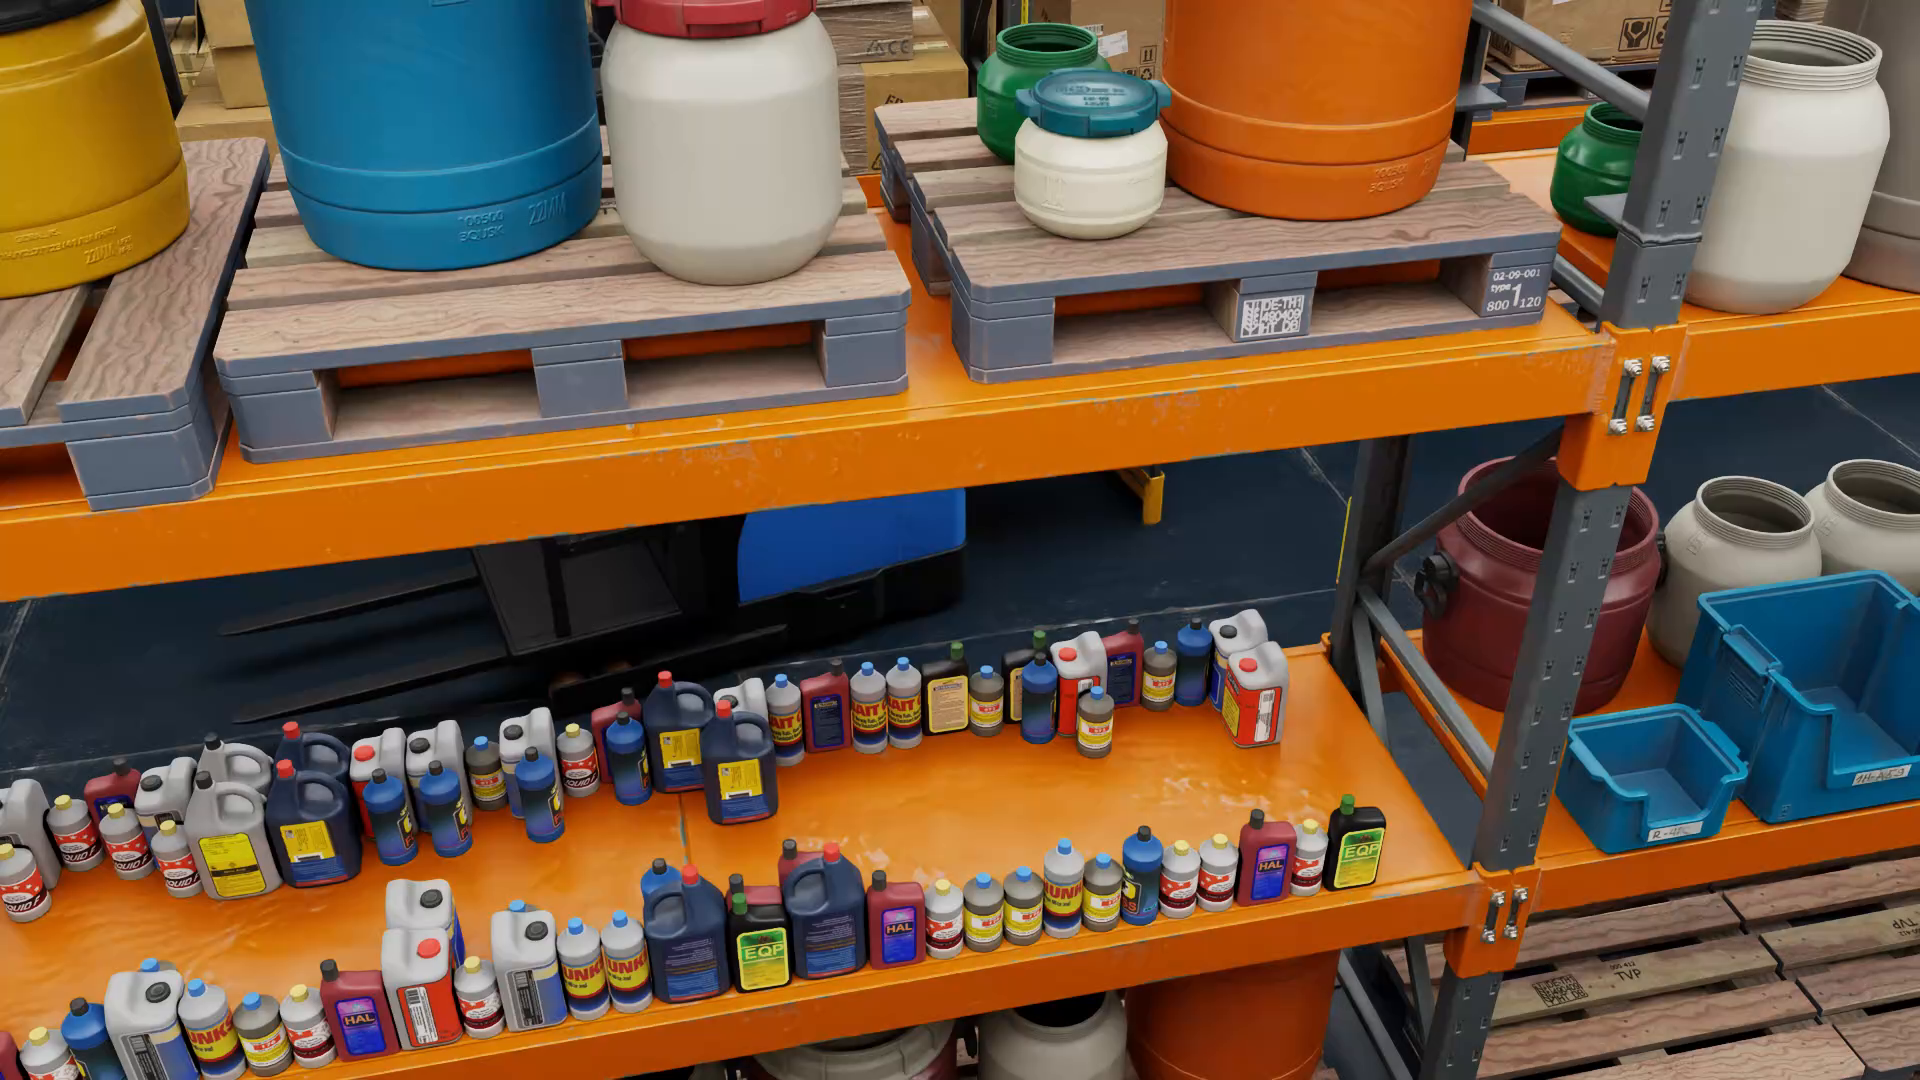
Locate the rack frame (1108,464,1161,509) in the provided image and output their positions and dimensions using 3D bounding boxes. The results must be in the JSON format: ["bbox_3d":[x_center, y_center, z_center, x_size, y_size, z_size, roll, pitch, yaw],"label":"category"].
[{"bbox_3d":[0.831,-0.859,7.685,0.032,1.500,0.500,-12,36,-18],"label":"rack frame"}]

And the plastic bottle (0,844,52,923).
[{"bbox_3d":[-2.276,0.819,4.016,0.097,0.201,0.097,0,34,0],"label":"plastic bottle"}]

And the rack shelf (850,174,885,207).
[{"bbox_3d":[-1.777,-1.744,8.303,4.000,0.370,1.077,-7,35,-11],"label":"rack shelf"}]

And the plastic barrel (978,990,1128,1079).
[{"bbox_3d":[0.262,1.449,4.754,0.421,0.512,0.421,0,34,0],"label":"plastic barrel"}]

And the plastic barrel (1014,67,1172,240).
[{"bbox_3d":[0.253,-0.748,3.228,0.301,0.262,0.301,0,34,0],"label":"plastic barrel"}]

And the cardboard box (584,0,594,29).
[{"bbox_3d":[-1.832,-2.501,7.795,0.637,0.503,0.797,-6,34,-9],"label":"cardboard box"}]

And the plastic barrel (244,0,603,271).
[{"bbox_3d":[-1.004,-1.026,3.068,0.708,0.901,0.600,-7,35,-11],"label":"plastic barrel"}]

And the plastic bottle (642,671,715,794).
[{"bbox_3d":[-0.736,0.489,4.373,0.185,0.351,0.144,-7,35,-11],"label":"plastic bottle"}]

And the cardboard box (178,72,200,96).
[{"bbox_3d":[-5.479,-3.325,11.928,0.250,0.149,0.380,-8,35,-12],"label":"cardboard box"}]

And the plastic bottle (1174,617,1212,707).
[{"bbox_3d":[0.654,0.334,4.677,0.097,0.271,0.097,0,34,0],"label":"plastic bottle"}]

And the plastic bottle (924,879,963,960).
[{"bbox_3d":[-0.040,0.884,3.920,0.097,0.201,0.097,0,34,0],"label":"plastic bottle"}]

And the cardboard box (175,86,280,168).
[{"bbox_3d":[-3.224,-1.759,7.590,0.500,0.500,0.500,-7,35,-10],"label":"cardboard box"}]

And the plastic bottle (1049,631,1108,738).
[{"bbox_3d":[0.322,0.389,4.590,0.135,0.276,0.152,-7,35,-11],"label":"plastic bottle"}]

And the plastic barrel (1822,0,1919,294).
[{"bbox_3d":[2.116,-1.033,3.456,0.600,0.901,0.600,0,34,0],"label":"plastic barrel"}]

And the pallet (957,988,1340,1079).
[{"bbox_3d":[0.507,1.681,5.056,1.213,0.211,1.003,-7,35,-11],"label":"pallet"}]

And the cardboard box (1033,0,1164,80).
[{"bbox_3d":[0.692,-2.593,8.455,0.500,0.500,0.500,-11,36,-16],"label":"cardboard box"}]

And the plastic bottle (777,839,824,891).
[{"bbox_3d":[-0.361,0.818,3.944,0.133,0.283,0.061,-7,35,-11],"label":"plastic bottle"}]

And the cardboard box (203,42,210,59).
[{"bbox_3d":[-5.253,-3.505,11.928,0.250,0.149,0.380,-7,34,-10],"label":"cardboard box"}]

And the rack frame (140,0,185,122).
[{"bbox_3d":[-3.727,-1.797,7.736,0.127,3.000,1.000,-7,35,-11],"label":"rack frame"}]

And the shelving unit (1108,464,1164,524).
[{"bbox_3d":[0.350,-0.754,7.527,1.083,1.500,0.587,-12,36,-18],"label":"shelving unit"}]

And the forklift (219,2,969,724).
[{"bbox_3d":[-1.523,-0.855,6.393,3.031,2.935,1.130,-14,36,-20],"label":"forklift"}]

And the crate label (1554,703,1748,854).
[{"bbox_3d":[1.760,0.625,4.277,0.416,0.233,0.303,-7,35,-11],"label":"crate label"}]

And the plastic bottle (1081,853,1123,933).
[{"bbox_3d":[0.340,0.836,3.991,0.097,0.201,0.097,0,34,0],"label":"plastic bottle"}]

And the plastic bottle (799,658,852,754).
[{"bbox_3d":[-0.364,0.446,4.498,0.133,0.283,0.061,-7,35,-11],"label":"plastic bottle"}]

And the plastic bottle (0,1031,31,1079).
[{"bbox_3d":[-2.053,1.114,3.503,0.133,0.283,0.061,-7,35,-11],"label":"plastic bottle"}]

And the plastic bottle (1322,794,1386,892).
[{"bbox_3d":[0.966,0.733,4.070,0.133,0.283,0.061,-7,35,-11],"label":"plastic bottle"}]

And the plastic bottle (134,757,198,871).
[{"bbox_3d":[-1.965,0.677,4.160,0.135,0.276,0.152,-7,35,-11],"label":"plastic bottle"}]

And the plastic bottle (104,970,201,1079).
[{"bbox_3d":[-1.742,1.052,3.602,0.135,0.276,0.152,-7,35,-11],"label":"plastic bottle"}]

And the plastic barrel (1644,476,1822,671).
[{"bbox_3d":[2.223,0.114,4.788,0.421,0.512,0.421,0,34,0],"label":"plastic barrel"}]

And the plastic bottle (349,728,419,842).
[{"bbox_3d":[-1.473,0.615,4.252,0.135,0.276,0.152,-7,35,-11],"label":"plastic bottle"}]

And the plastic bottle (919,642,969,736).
[{"bbox_3d":[-0.044,0.406,4.558,0.133,0.283,0.061,-7,35,-11],"label":"plastic bottle"}]

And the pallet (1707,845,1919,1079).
[{"bbox_3d":[3.218,1.339,5.565,1.213,0.211,1.003,-7,35,-11],"label":"pallet"}]

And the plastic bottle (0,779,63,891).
[{"bbox_3d":[-2.322,0.722,4.093,0.135,0.276,0.152,-7,35,-11],"label":"plastic bottle"}]

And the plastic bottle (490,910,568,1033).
[{"bbox_3d":[-0.970,0.954,3.747,0.135,0.276,0.152,-7,35,-11],"label":"plastic bottle"}]

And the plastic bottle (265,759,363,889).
[{"bbox_3d":[-1.598,0.680,4.089,0.185,0.351,0.144,-7,35,-11],"label":"plastic bottle"}]

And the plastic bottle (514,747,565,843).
[{"bbox_3d":[-1.070,0.638,4.223,0.097,0.271,0.097,0,34,0],"label":"plastic bottle"}]

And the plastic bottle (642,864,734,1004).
[{"bbox_3d":[-0.623,0.882,3.788,0.185,0.351,0.144,-7,35,-11],"label":"plastic bottle"}]

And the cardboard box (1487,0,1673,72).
[{"bbox_3d":[3.270,-3.182,8.885,1.000,1.000,1.000,-7,34,-10],"label":"cardboard box"}]

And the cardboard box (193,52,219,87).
[{"bbox_3d":[-3.331,-2.044,8.015,0.500,0.500,0.500,-7,35,-10],"label":"cardboard box"}]

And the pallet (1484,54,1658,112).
[{"bbox_3d":[3.298,-2.686,9.233,1.213,0.211,1.003,-7,35,-11],"label":"pallet"}]

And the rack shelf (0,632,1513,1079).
[{"bbox_3d":[-0.684,0.948,4.291,4.000,0.370,1.077,-7,35,-11],"label":"rack shelf"}]

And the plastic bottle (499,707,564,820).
[{"bbox_3d":[-1.116,0.570,4.320,0.135,0.276,0.152,-7,35,-11],"label":"plastic bottle"}]

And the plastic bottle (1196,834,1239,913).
[{"bbox_3d":[0.625,0.800,4.044,0.097,0.201,0.097,0,34,0],"label":"plastic bottle"}]

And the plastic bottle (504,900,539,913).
[{"bbox_3d":[-1.016,0.920,3.866,0.097,0.201,0.097,0,34,0],"label":"plastic bottle"}]

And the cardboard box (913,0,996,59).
[{"bbox_3d":[-0.208,-4.263,13.053,0.750,0.750,1.050,-8,35,-11],"label":"cardboard box"}]

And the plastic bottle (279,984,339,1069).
[{"bbox_3d":[-1.433,1.059,3.658,0.097,0.201,0.097,0,34,0],"label":"plastic bottle"}]

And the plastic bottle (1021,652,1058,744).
[{"bbox_3d":[0.216,0.423,4.543,0.097,0.271,0.097,0,34,0],"label":"plastic bottle"}]

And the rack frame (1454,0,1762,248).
[{"bbox_3d":[1.267,-2.088,2.786,0.127,3.000,1.000,-7,35,-11],"label":"rack frame"}]

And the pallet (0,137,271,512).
[{"bbox_3d":[-1.892,-0.422,3.164,1.003,0.211,1.213,-7,35,-11],"label":"pallet"}]
